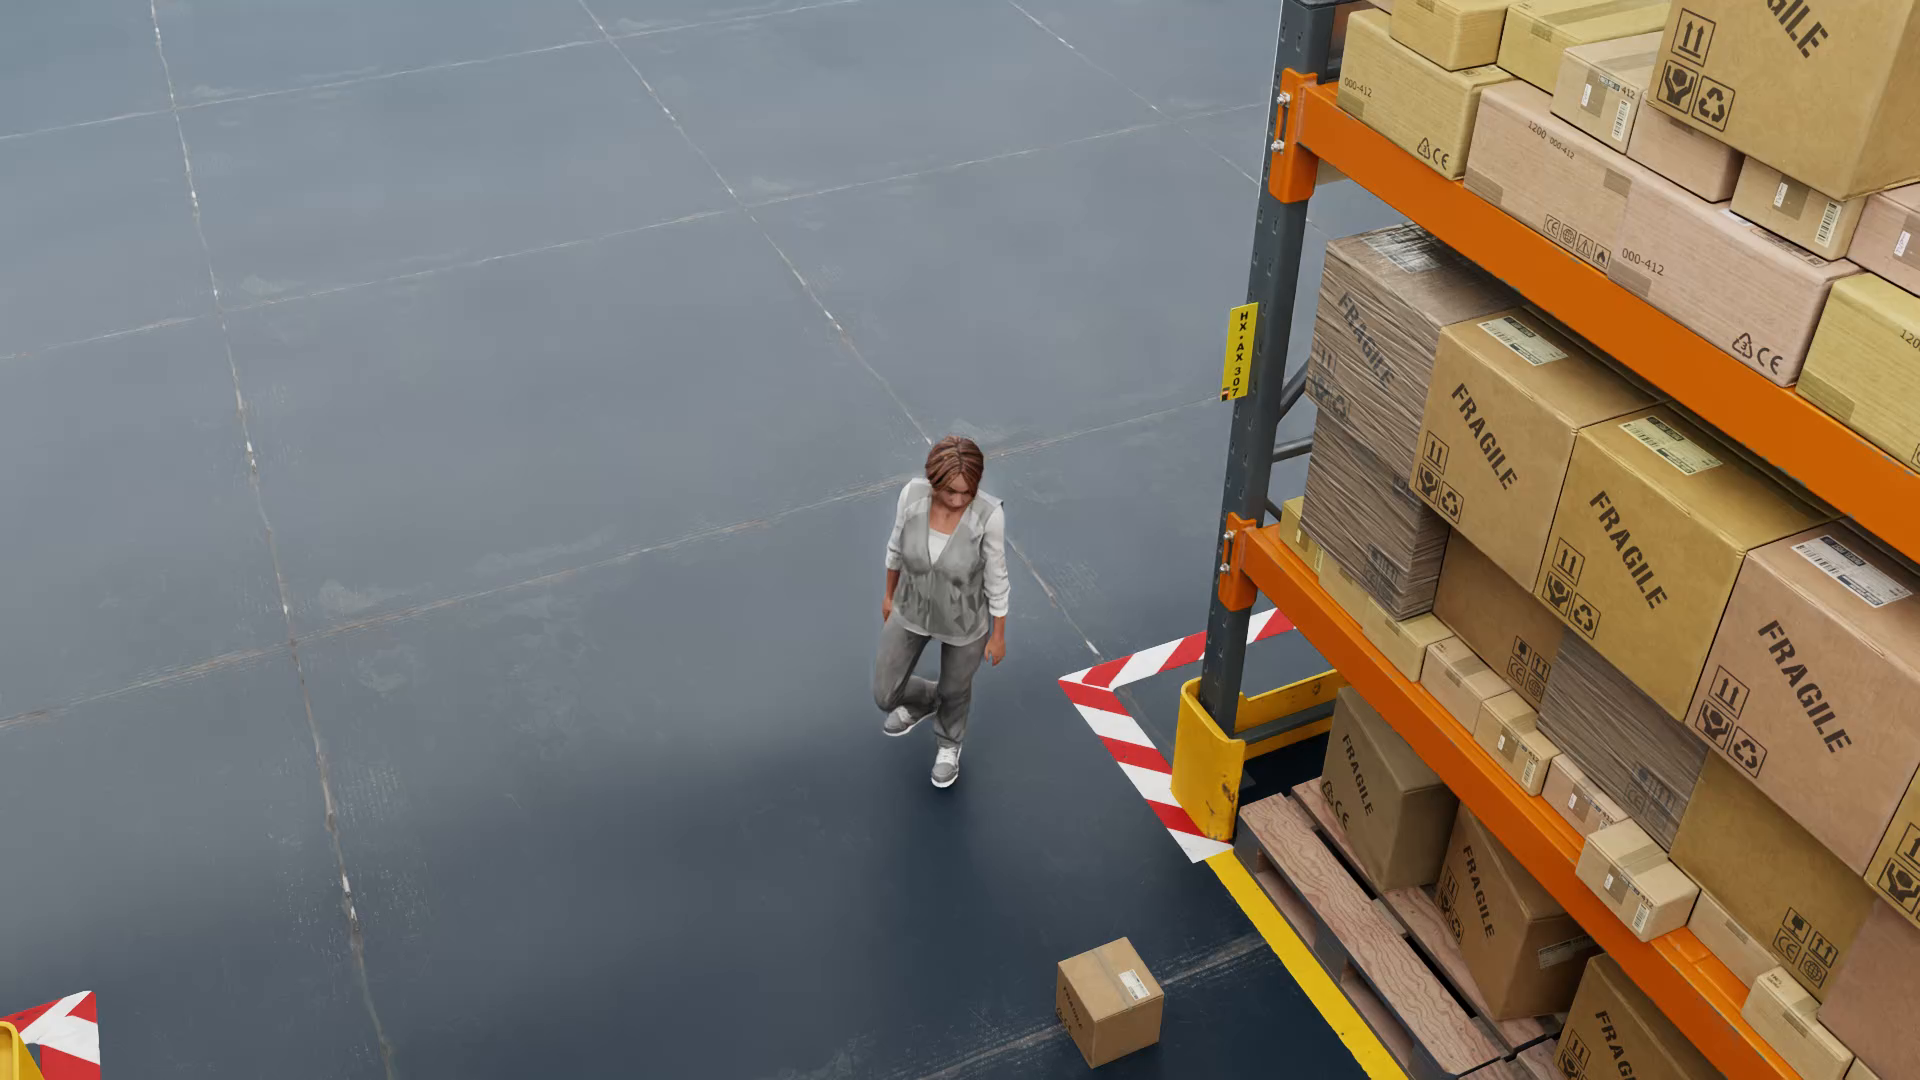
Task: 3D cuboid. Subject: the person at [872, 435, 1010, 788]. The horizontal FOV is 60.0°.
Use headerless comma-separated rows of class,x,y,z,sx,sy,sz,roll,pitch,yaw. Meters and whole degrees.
person,-0.067,0.255,5.820,0.514,1.577,0.428,10,39,13
